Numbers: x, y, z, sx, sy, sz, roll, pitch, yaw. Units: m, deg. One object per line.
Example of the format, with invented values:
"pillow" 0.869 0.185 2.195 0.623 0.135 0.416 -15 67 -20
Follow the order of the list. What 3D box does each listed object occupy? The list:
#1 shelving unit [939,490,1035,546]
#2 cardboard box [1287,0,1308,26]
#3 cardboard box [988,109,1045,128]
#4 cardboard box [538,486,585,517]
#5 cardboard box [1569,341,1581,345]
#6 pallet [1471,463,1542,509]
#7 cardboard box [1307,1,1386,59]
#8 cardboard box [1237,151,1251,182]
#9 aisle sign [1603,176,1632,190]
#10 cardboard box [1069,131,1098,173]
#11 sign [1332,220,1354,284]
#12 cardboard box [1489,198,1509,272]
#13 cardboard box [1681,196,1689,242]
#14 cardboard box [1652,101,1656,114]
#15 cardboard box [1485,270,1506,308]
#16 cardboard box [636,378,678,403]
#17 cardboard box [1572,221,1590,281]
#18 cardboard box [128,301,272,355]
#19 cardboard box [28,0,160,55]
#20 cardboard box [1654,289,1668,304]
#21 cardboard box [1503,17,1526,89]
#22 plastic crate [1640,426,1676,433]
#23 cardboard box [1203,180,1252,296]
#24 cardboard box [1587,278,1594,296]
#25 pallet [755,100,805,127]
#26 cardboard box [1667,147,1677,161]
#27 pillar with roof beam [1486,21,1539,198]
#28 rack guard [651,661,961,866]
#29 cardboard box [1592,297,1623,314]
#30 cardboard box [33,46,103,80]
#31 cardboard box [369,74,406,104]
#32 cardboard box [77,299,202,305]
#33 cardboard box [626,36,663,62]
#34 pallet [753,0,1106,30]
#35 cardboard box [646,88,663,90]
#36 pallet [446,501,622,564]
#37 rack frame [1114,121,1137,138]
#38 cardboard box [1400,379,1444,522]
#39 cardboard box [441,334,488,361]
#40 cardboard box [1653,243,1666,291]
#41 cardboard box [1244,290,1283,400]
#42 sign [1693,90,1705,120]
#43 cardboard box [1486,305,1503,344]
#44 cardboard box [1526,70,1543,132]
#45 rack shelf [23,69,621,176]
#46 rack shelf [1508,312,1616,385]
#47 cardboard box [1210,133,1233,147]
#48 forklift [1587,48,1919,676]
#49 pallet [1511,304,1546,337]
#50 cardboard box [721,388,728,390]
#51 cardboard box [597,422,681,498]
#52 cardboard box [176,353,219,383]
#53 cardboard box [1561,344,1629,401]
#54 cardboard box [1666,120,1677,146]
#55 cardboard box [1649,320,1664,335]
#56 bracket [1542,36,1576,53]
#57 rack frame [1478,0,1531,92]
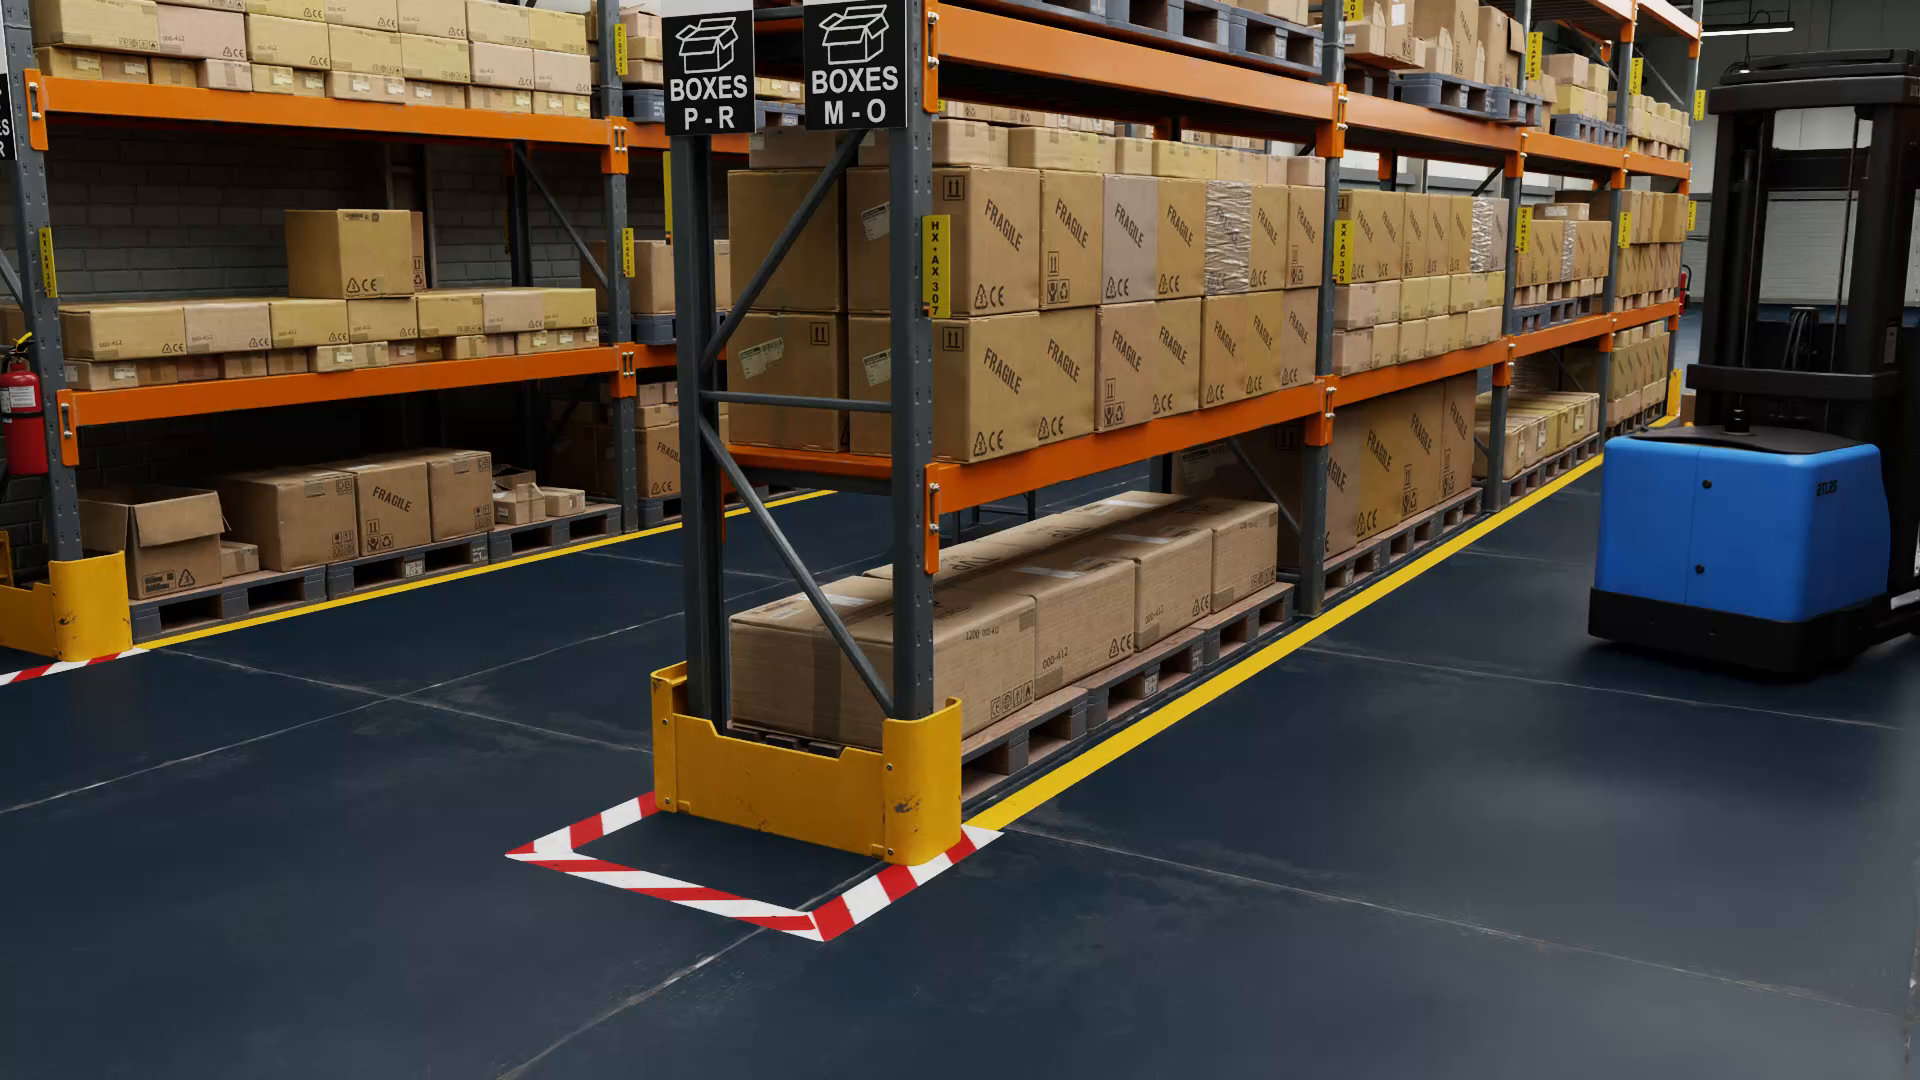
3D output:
"shelving unit" 0.044 -0.751 11.302 0.538 1.500 1.048 6 12 31
"cardboard box" 1.471 -2.629 8.061 0.396 0.266 0.258 7 13 32
"cardboard box" 0.475 -4.229 15.969 0.500 0.500 0.500 7 13 32
"cardboard box" -2.753 -0.259 11.208 0.380 0.149 0.250 6 12 29
"cardboard box" 6.023 -1.777 17.000 0.500 0.500 0.500 7 12 32
"pallet" 4.013 -0.477 13.345 1.003 0.211 1.213 6 12 31
"cardboard box" 2.088 -2.756 9.012 0.396 0.266 0.258 6 12 30
"cardboard box" 1.158 -1.766 7.898 0.380 0.149 0.250 6 12 30
"aisle sign" 7.527 -4.301 19.124 0.394 0.787 0.004 6 12 31
"cardboard box" 0.303 -1.477 6.355 0.380 0.149 0.250 6 12 29
"sign" 2.004 -1.508 8.703 0.100 0.325 0.005 6 12 31
"cardboard box" 3.561 -2.160 11.764 0.500 0.500 0.500 6 12 29
"cardboard box" 7.681 -3.569 18.484 0.700 0.500 0.500 6 12 29
"cardboard box" 6.755 -4.326 16.687 0.380 0.149 0.250 6 12 30
"cardboard box" 3.572 -1.797 11.864 0.500 0.250 0.500 6 12 30
"cardboard box" -2.207 -1.089 12.115 0.380 0.149 0.250 6 12 28
"cardboard box" 5.110 -2.503 14.365 0.500 0.500 0.500 7 13 33
"cardboard box" -4.064 -1.138 8.896 0.500 0.250 0.500 7 12 31
"cardboard box" -4.328 -2.531 8.186 0.500 0.250 0.500 6 12 30
"cardboard box" 7.452 -2.649 18.047 0.380 0.149 0.250 7 12 32
"cardboard box" 3.539 -3.383 11.715 0.797 0.503 0.637 6 12 27
"plastic crate" 7.199 -1.088 16.962 0.402 0.080 0.583 2 11 11
"cardboard box" 0.994 -1.376 7.579 0.500 0.500 0.500 7 12 31
"cardboard box" 5.396 -2.246 14.757 0.380 0.149 0.250 6 12 30
"pallet" -1.781 -3.211 12.728 1.213 0.211 1.003 6 12 31
"cardboard box" 7.545 -4.171 18.026 0.380 0.149 0.250 7 13 32
"pillar with roof beam" 15.408 -8.802 33.930 9.100 9.000 0.548 6 12 31
"rack guard" -0.560 0.765 5.922 1.175 0.500 0.348 6 12 31
"cardboard box" 6.120 -2.250 15.917 0.380 0.149 0.250 6 12 30
"cardboard box" -4.427 -2.319 8.138 0.380 0.149 0.250 7 13 32
"cardboard box" -3.423 -2.591 9.588 0.380 0.149 0.250 7 13 32
"cardboard box" -4.511 -1.192 9.183 0.500 0.250 0.500 6 12 31
"cardboard box" -2.185 -3.328 11.301 0.380 0.149 0.250 7 13 32
"pallet" -0.171 -2.016 6.073 1.003 0.211 1.213 6 12 31
"cardboard box" -2.008 -3.272 11.812 0.380 0.149 0.250 7 12 31
"pallet" -3.072 -0.091 11.282 1.003 0.211 1.213 6 12 31
"rack frame" 1.439 -5.777 17.771 1.000 3.000 0.127 6 12 31
"cardboard box" 2.710 -0.647 11.304 0.875 0.875 0.875 7 12 31
"cardboard box" -3.163 -1.204 10.333 0.380 0.149 0.250 6 12 30
"cardboard box" 7.187 -2.910 17.683 0.500 0.500 0.500 6 12 30
"cardboard box" 1.245 -0.966 8.108 0.500 0.500 0.500 6 12 29
"sign" 8.223 -4.837 18.496 0.100 0.325 0.005 6 12 31
"cardboard box" 3.565 -1.547 11.889 0.500 0.250 0.500 6 12 29
"cardboard box" 4.107 -3.397 12.938 0.700 0.500 0.500 6 12 31
"rack shelf" -3.753 -2.376 9.712 1.077 0.370 4.000 6 12 31
"rack shelf" 4.644 -1.686 14.179 1.077 0.370 4.000 6 12 31
"cardboard box" 2.876 -4.992 20.044 0.700 0.500 0.500 6 12 31
"forklift" 4.633 -1.002 8.756 3.031 2.935 1.130 -9 14 -40
"pallet" 3.885 -1.753 13.103 1.213 0.211 1.003 6 12 31
"cardboard box" -1.677 -1.109 13.028 0.380 0.149 0.250 7 13 33
"cardboard box" -2.271 -0.602 12.085 0.500 0.500 0.500 7 13 33
"cardboard box" -4.187 -0.932 8.877 0.380 0.149 0.250 6 12 30
"cardboard box" 6.220 -1.645 16.296 0.500 0.500 0.500 7 13 33
"cardboard box" 7.197 -4.263 17.436 0.500 0.250 0.500 7 13 32
"cardboard box" 7.433 -2.311 18.090 0.380 0.149 0.250 7 13 32
"bracket" 13.594 -11.422 38.142 0.076 0.066 4.783 6 12 31
"rack frame" 3.606 -4.674 11.881 1.000 3.000 0.127 6 12 31
